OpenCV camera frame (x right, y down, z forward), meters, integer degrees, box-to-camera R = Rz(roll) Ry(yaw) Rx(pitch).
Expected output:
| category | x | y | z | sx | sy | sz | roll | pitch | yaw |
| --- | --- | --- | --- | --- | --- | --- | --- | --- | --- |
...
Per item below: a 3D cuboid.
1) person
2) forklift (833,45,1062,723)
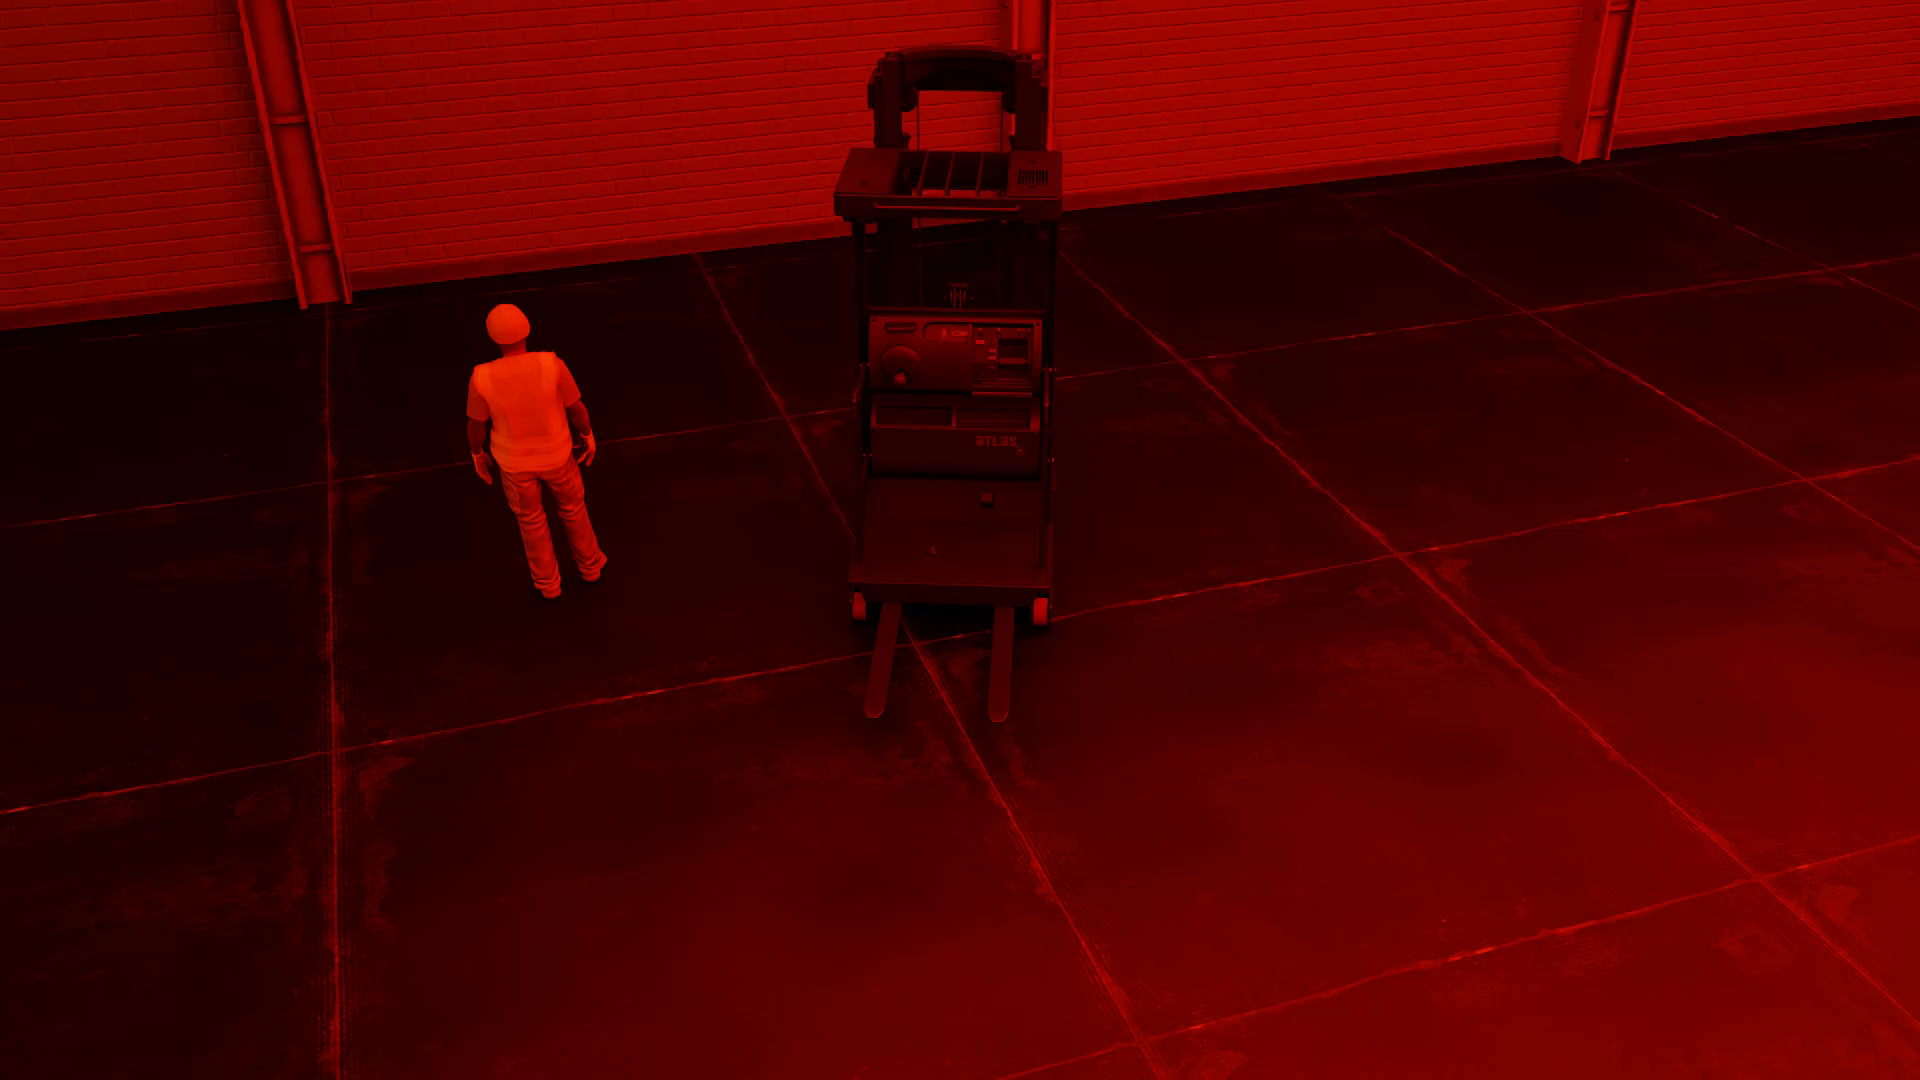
| category | x | y | z | sx | sy | sz | roll | pitch | yaw |
| --- | --- | --- | --- | --- | --- | --- | --- | --- | --- |
| person | -2.332 | -0.505 | 9.103 | 0.655 | 1.785 | 0.576 | -8 | 31 | -13 |
| forklift | -0.036 | -0.959 | 8.755 | 1.130 | 2.935 | 3.031 | 2 | 30 | 3 |
